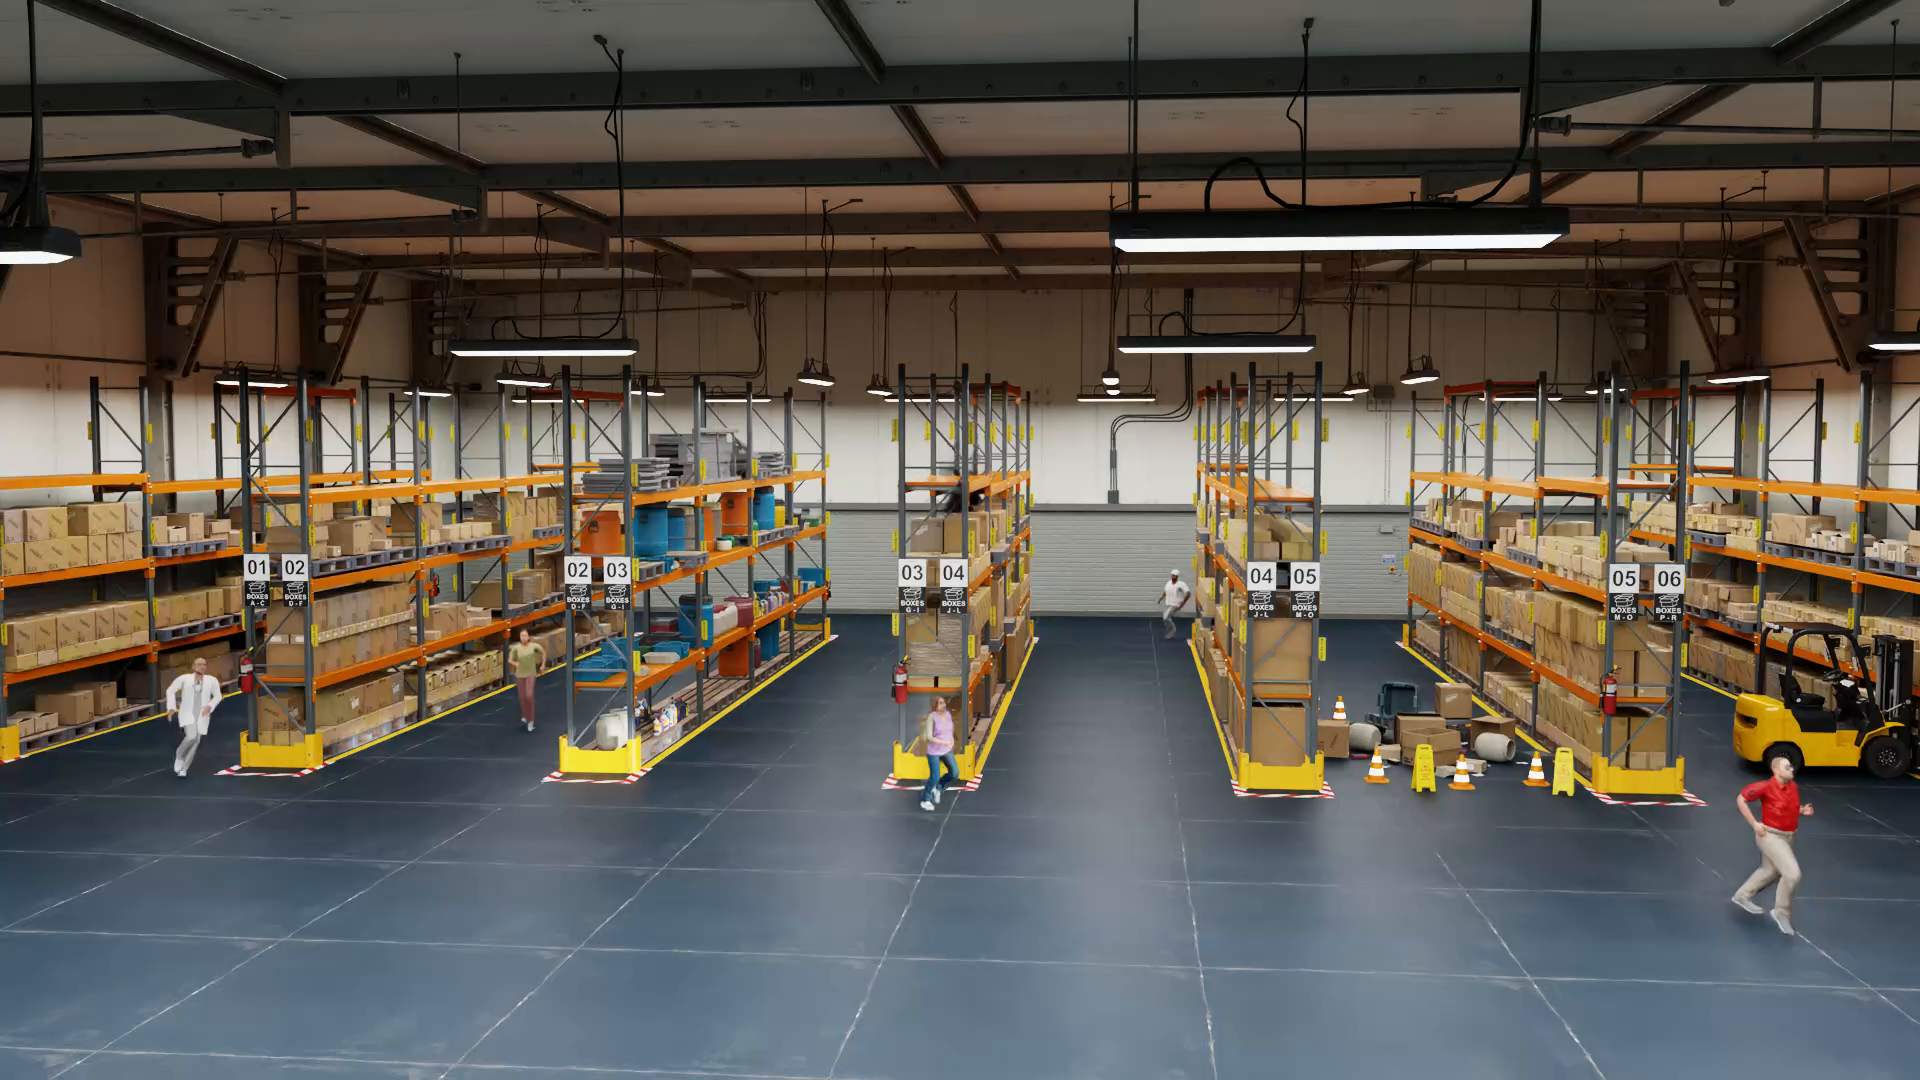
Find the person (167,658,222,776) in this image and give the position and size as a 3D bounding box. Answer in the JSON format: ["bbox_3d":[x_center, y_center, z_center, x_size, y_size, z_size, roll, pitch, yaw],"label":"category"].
[{"bbox_3d":[-11.144,2.584,24.275,0.714,1.702,0.624,-3,5,-36],"label":"person"}]

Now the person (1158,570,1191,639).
[{"bbox_3d":[5.135,1.560,40.219,0.596,1.709,0.765,-2,4,-33],"label":"person"}]

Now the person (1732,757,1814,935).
[{"bbox_3d":[8.266,3.082,16.931,0.636,1.789,0.818,-3,4,-35],"label":"person"}]

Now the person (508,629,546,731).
[{"bbox_3d":[-7.369,2.366,28.278,0.594,1.743,0.729,0,4,-4],"label":"person"}]

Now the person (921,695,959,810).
[{"bbox_3d":[-0.238,2.811,21.963,0.568,1.554,0.701,-3,5,-36],"label":"person"}]
